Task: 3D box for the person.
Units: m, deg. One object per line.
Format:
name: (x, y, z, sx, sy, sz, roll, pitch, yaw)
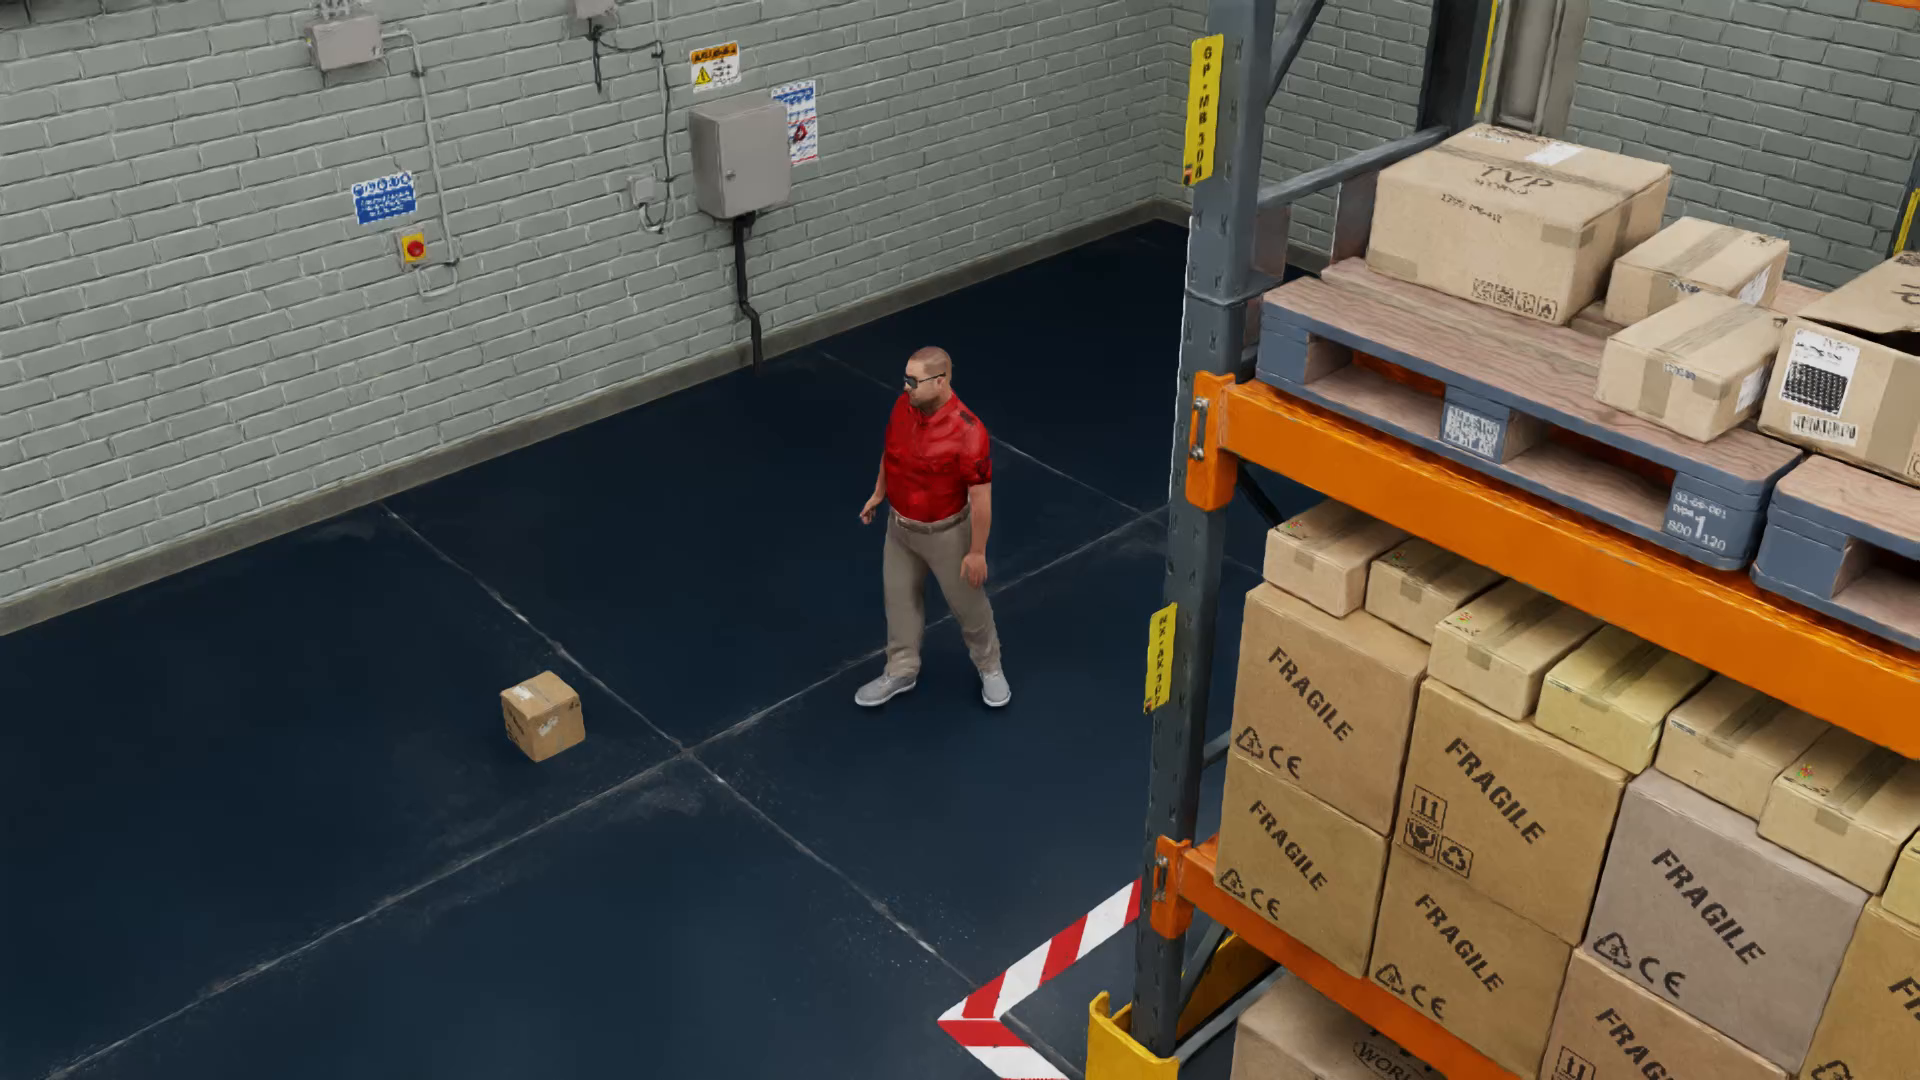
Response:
person: (-0.157, -0.050, 7.215, 0.756, 1.716, 0.633, 24, 39, 34)
